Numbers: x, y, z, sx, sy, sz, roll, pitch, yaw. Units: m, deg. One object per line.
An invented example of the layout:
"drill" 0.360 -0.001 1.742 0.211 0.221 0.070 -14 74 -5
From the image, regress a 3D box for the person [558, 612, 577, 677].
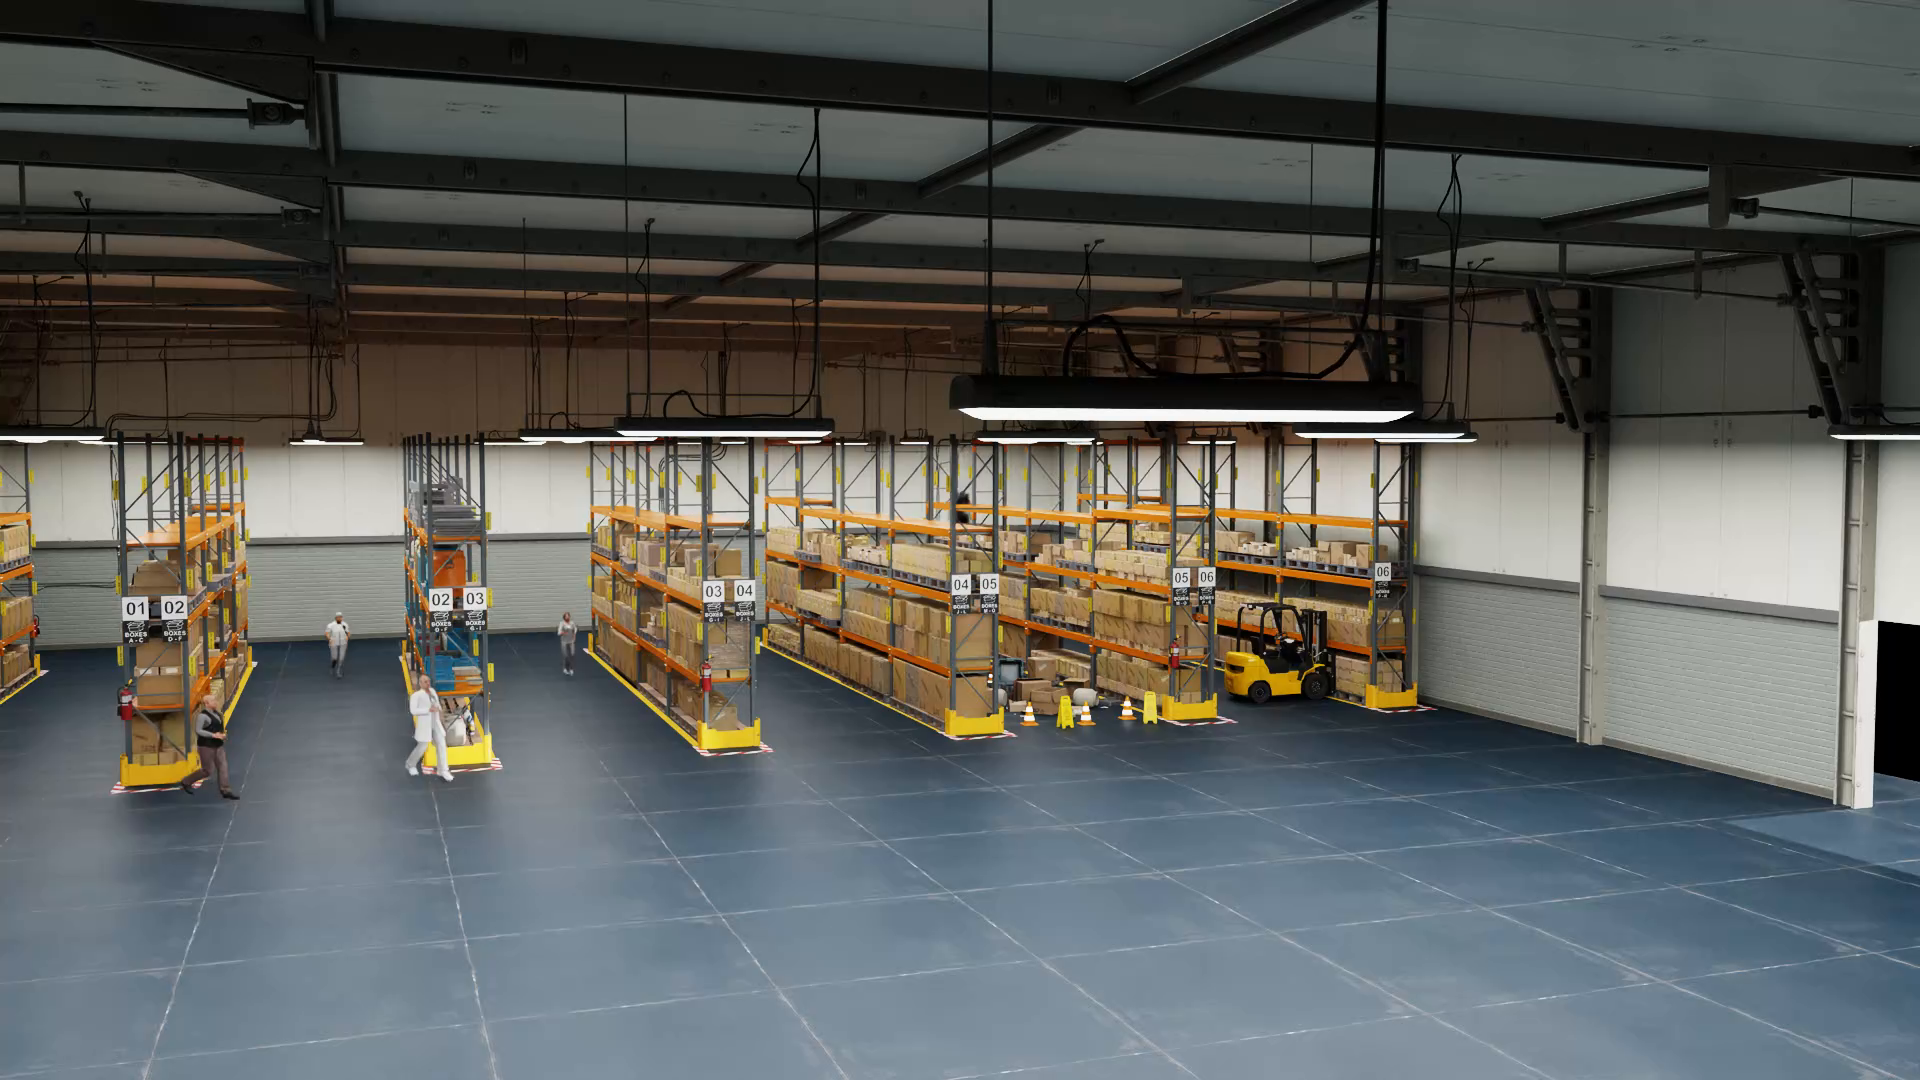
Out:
"person" -9.838 2.614 41.728 0.514 1.631 0.653 -1 3 -22

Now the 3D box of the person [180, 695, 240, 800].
"person" -12.155 3.360 26.941 0.954 1.717 0.677 0 3 6

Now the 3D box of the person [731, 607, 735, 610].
"person" -6.121 2.403 45.474 0.574 1.619 0.485 -1 3 -17

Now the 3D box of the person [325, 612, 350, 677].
"person" -15.479 2.613 41.437 0.581 1.622 0.536 -2 4 -30

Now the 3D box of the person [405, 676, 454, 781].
"person" -9.185 3.238 28.781 1.042 1.790 0.732 2 4 36
